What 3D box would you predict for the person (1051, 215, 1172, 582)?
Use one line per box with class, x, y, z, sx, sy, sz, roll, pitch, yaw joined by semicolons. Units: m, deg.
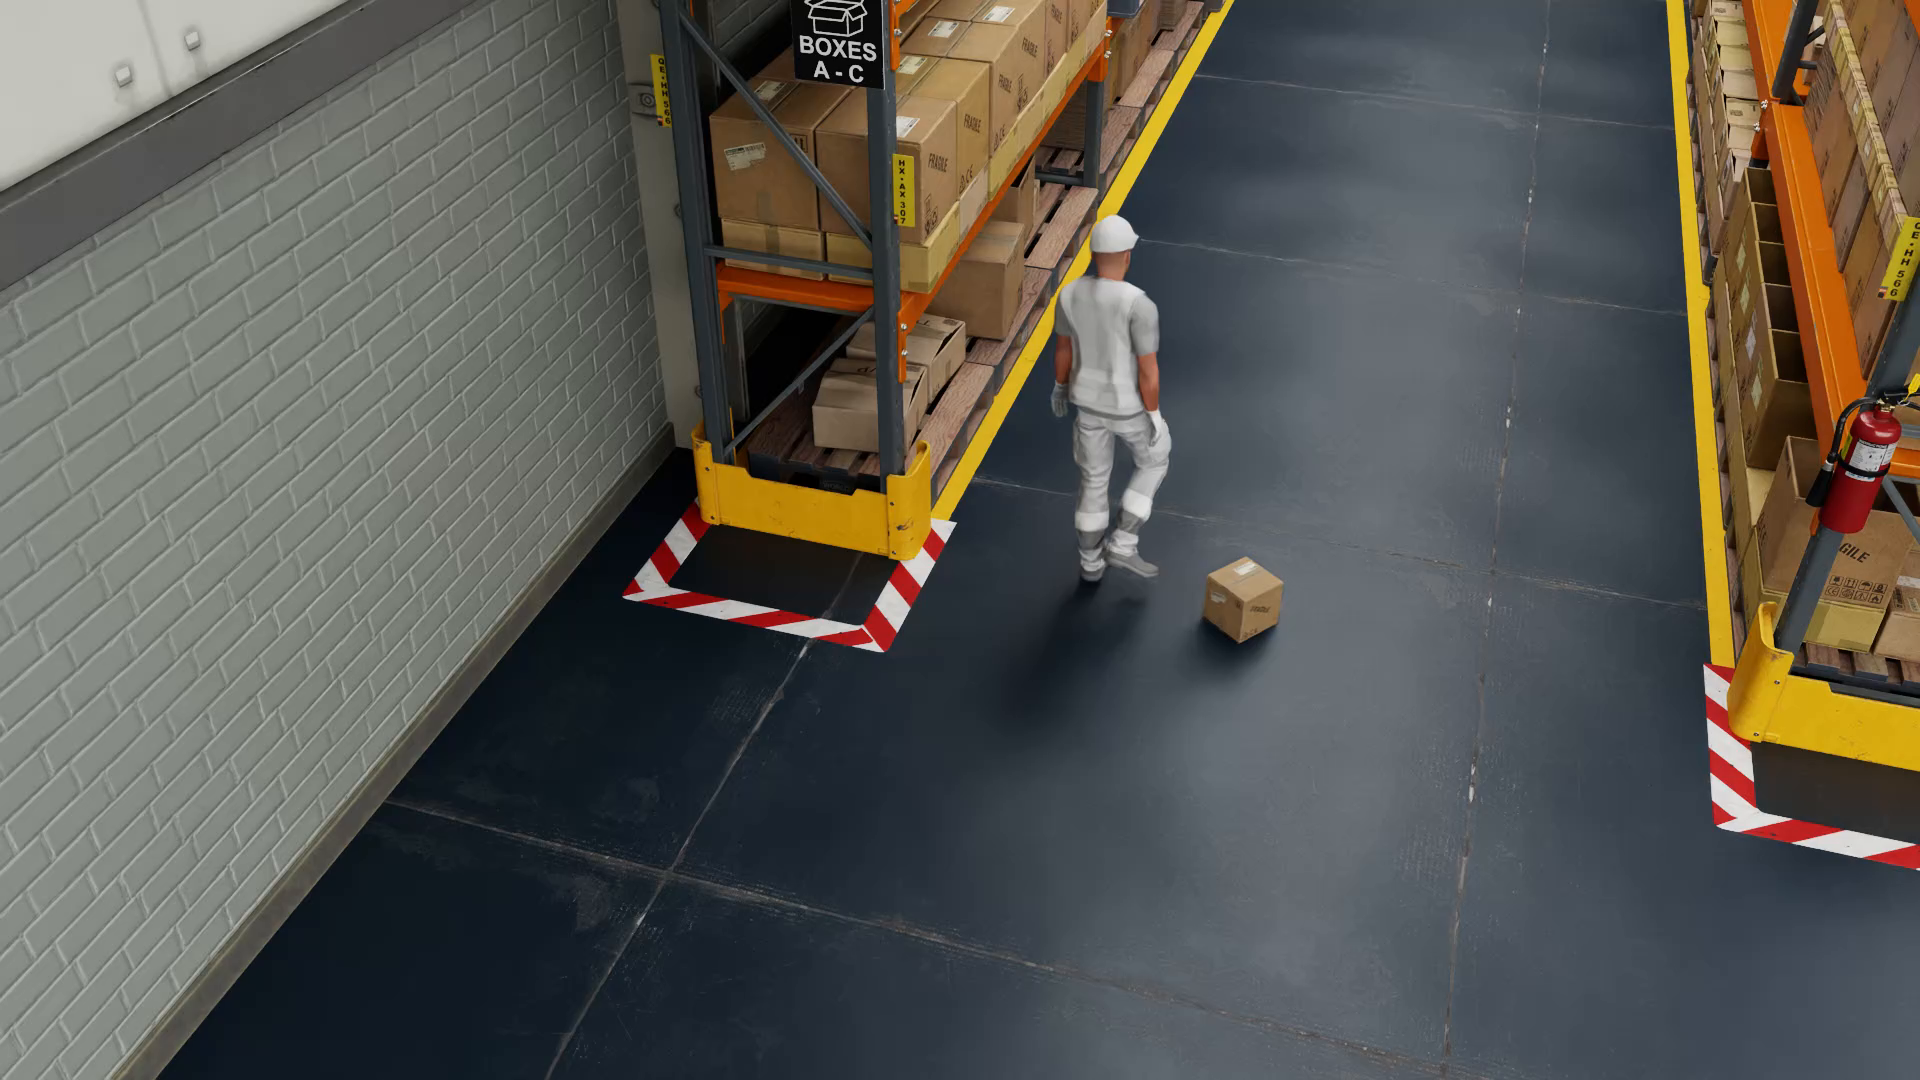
person;0.701;-0.628;7.696;0.660;1.762;0.514;18;40;23
